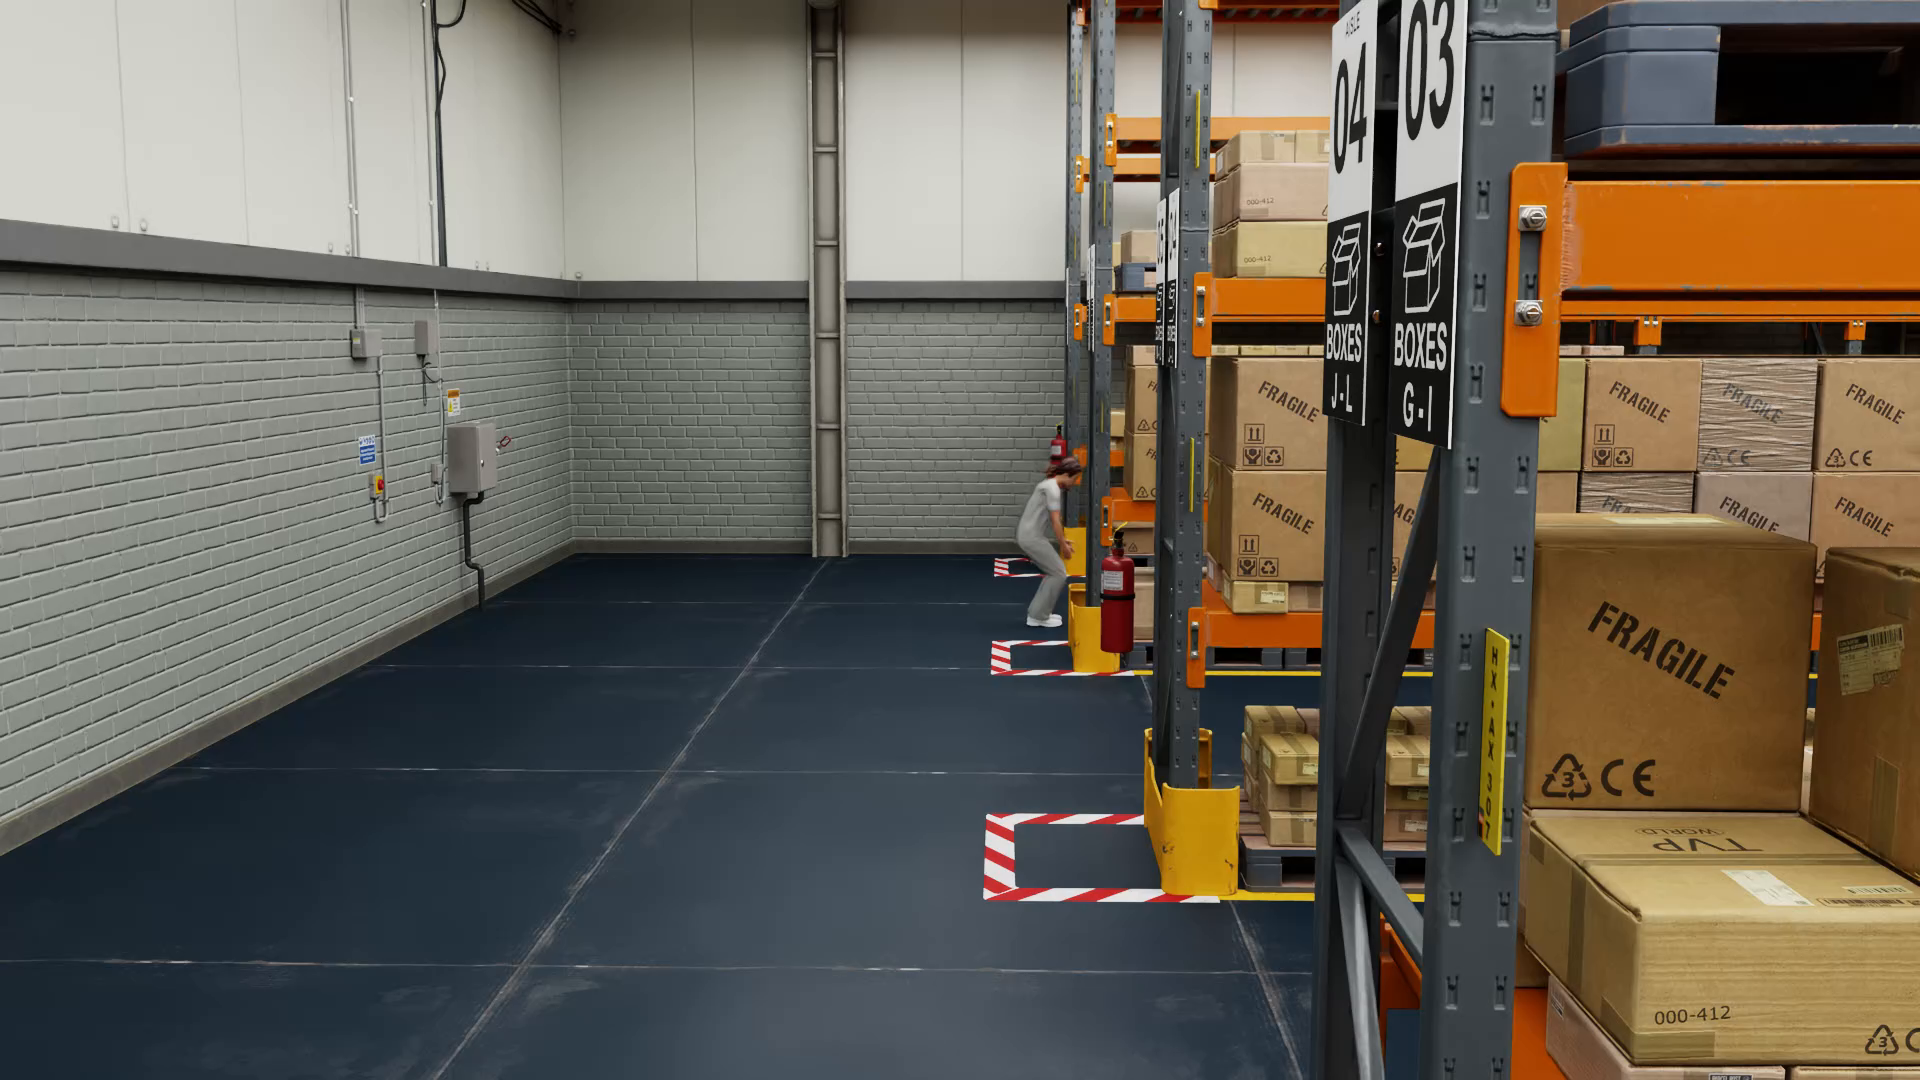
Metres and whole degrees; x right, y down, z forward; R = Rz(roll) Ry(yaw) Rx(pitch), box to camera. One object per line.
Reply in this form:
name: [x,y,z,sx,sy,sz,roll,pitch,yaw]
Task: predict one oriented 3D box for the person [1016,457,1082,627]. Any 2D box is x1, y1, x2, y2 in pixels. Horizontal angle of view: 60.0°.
person: [0.776,0.009,14.557,0.575,1.469,0.487,0,7,2]
